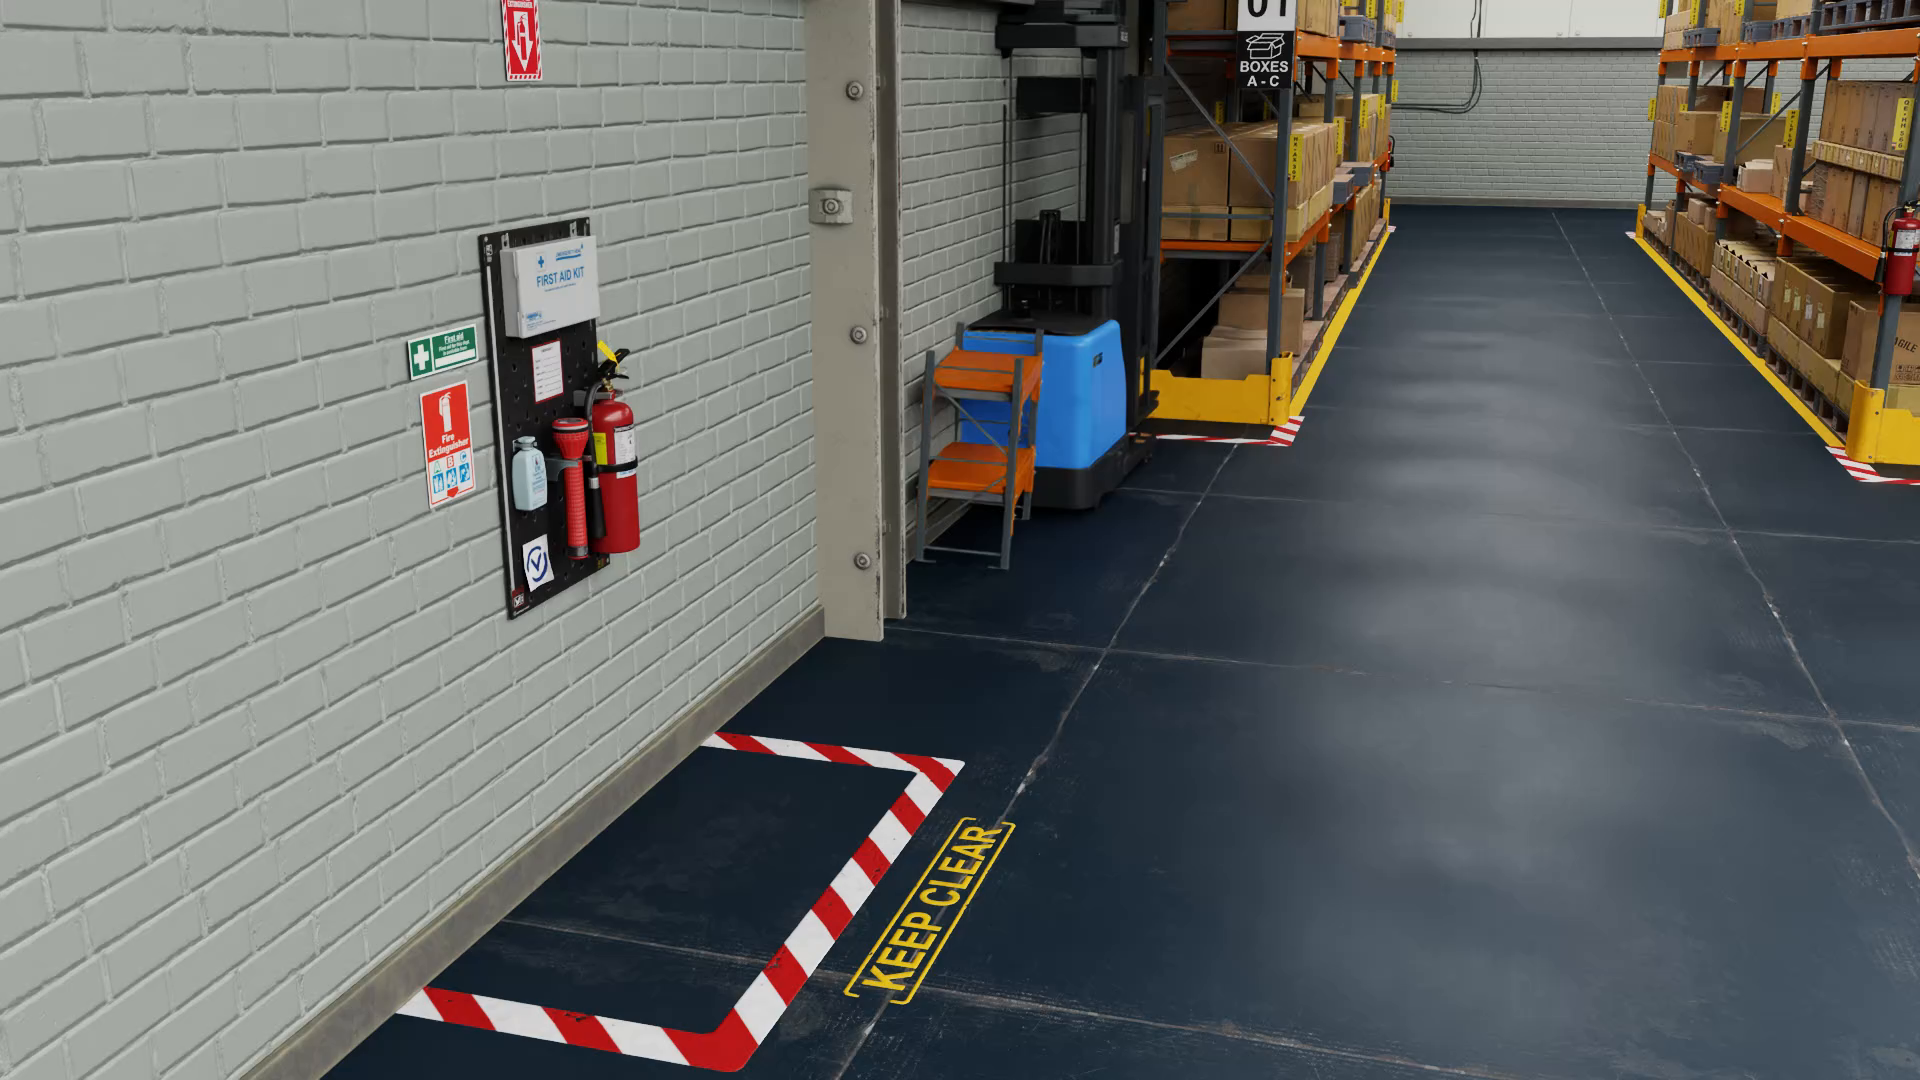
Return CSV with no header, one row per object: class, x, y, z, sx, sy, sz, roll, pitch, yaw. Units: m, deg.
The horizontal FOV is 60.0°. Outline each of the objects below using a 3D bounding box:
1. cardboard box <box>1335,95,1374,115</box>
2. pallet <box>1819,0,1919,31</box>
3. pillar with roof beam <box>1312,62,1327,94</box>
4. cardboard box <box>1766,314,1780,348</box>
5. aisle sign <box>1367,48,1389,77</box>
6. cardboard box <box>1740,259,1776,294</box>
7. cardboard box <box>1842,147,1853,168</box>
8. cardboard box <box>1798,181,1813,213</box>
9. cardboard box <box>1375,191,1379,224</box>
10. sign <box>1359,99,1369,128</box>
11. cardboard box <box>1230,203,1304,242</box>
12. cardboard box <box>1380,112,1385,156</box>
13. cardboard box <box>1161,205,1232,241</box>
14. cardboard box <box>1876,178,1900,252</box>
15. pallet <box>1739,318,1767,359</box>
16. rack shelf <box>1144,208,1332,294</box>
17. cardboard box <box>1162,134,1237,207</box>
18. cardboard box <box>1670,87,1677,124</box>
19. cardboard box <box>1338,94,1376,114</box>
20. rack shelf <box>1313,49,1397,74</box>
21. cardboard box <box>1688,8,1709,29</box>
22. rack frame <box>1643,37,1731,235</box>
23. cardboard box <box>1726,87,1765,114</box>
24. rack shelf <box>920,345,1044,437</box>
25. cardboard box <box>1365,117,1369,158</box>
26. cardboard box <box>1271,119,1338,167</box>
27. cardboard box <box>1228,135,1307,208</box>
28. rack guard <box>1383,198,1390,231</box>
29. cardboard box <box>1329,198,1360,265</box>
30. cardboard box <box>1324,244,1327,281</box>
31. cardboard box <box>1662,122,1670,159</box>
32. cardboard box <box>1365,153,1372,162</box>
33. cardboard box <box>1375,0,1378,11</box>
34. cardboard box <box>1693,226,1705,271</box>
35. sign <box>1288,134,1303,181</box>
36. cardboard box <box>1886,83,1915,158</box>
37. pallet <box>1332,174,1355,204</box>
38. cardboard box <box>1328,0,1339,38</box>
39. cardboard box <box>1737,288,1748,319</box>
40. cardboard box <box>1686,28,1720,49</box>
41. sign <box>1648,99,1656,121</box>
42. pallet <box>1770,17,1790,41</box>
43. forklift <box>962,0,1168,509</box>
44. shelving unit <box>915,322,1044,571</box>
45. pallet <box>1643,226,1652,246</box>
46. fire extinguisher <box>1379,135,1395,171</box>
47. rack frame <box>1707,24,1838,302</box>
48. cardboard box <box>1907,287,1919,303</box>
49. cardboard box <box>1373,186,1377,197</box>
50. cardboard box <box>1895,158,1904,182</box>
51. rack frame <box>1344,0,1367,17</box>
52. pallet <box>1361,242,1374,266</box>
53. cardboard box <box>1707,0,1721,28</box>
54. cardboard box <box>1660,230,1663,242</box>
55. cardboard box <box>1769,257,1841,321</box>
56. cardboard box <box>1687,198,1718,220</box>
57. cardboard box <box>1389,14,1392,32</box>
cardboard box,5.097,-5.650,21.614,0.500,0.250,0.500,5,17,17
pallet,7.543,-4.196,13.292,1.003,0.211,1.213,5,16,16
pillar with roof beam,10.486,-9.869,27.634,9.100,9.000,0.400,5,16,16
cardboard box,7.339,-1.802,14.456,0.500,0.250,0.500,5,16,16
aisle sign,6.729,-7.790,26.532,0.394,0.787,0.004,5,16,16
cardboard box,7.887,-2.565,16.118,0.500,0.311,0.500,5,16,16
cardboard box,7.137,-2.988,12.996,0.380,0.149,0.250,4,16,14
cardboard box,7.859,-3.081,14.970,0.500,0.250,0.500,6,17,19
cardboard box,6.176,-5.221,26.052,0.700,0.500,0.500,5,16,16
sign,4.670,-4.930,19.237,0.100,0.325,0.005,5,16,16
cardboard box,2.317,-2.398,12.526,0.500,0.250,0.500,4,16,14
cardboard box,5.864,-6.164,25.014,0.980,0.700,0.700,4,16,13
cardboard box,1.821,-2.432,12.647,0.500,0.250,0.500,5,17,17
cardboard box,6.914,-2.282,11.693,0.700,0.500,0.500,5,17,17
pallet,7.933,-1.875,15.554,1.003,0.211,1.213,5,16,16
rack shelf,2.442,-2.535,14.088,1.077,0.370,4.000,5,16,16
cardboard box,1.804,-2.796,12.553,0.500,0.500,0.500,4,16,15
cardboard box,10.216,-6.062,23.188,0.500,0.500,0.500,5,17,16
cardboard box,5.242,-5.784,22.084,0.500,0.250,0.500,5,17,17
rack shelf,5.852,-7.117,24.747,1.077,0.370,4.000,5,16,16
cardboard box,9.912,-6.874,21.928,0.500,0.250,0.500,5,16,16
rack frame,11.171,-6.161,25.552,1.000,3.000,0.127,5,16,16
cardboard box,10.438,-5.745,22.070,0.500,0.500,0.500,5,17,17
rack shelf,0.136,-0.823,9.044,0.538,0.278,1.000,6,16,7
cardboard box,4.830,-5.025,20.783,0.500,0.500,0.500,5,16,16
cardboard box,3.691,-4.259,17.858,0.700,0.500,0.500,5,16,16
cardboard box,2.298,-2.758,12.418,0.500,0.500,0.500,5,16,16
rack guard,6.428,-5.347,27.266,1.175,0.500,0.348,5,16,16
cardboard box,4.482,-3.801,20.402,0.750,0.750,0.750,4,16,15
cardboard box,3.735,-3.142,18.683,0.700,0.500,0.500,5,16,16
cardboard box,10.362,-5.716,23.801,0.500,0.500,0.500,5,17,17
cardboard box,5.275,-5.070,22.130,0.380,0.149,0.250,5,16,16
cardboard box,5.755,-7.644,23.232,0.500,0.500,0.500,4,16,15
cardboard box,9.086,-3.475,19.858,0.500,0.500,0.500,4,16,14
sign,2.394,-2.732,11.878,0.100,0.325,0.005,5,16,16
cardboard box,6.928,-2.920,11.566,0.700,0.500,0.500,4,16,14
pallet,3.367,-3.501,16.526,1.003,0.211,1.213,5,16,16
cardboard box,3.103,-4.753,14.873,0.500,0.500,0.500,5,17,17
cardboard box,7.891,-2.297,16.201,0.500,0.250,0.500,5,17,17
cardboard box,9.918,-6.633,21.995,0.500,0.250,0.500,5,16,16
sign,10.651,-6.619,25.582,0.100,0.325,0.005,5,16,16
pallet,8.476,-4.942,16.107,1.003,0.211,1.213,5,17,18
forklift,0.705,-1.948,10.825,1.130,2.935,3.031,5,17,17
shelving unit,0.118,-0.542,9.125,0.538,1.125,1.048,6,16,7
pallet,10.924,-4.590,25.127,1.003,0.211,1.213,5,16,16
fire extinguisher,6.906,-6.331,26.977,0.296,0.674,0.183,5,16,16
rack frame,8.898,-4.068,18.173,1.000,3.000,0.127,5,16,16
cardboard box,7.260,-1.600,12.370,0.500,0.500,0.500,5,16,16
cardboard box,6.015,-5.208,24.818,0.380,0.149,0.250,4,16,14
cardboard box,6.623,-2.518,11.338,0.380,0.149,0.250,5,17,17
rack frame,4.147,-7.337,18.705,1.000,3.000,0.127,5,16,16
pallet,5.137,-3.948,22.861,1.003,0.211,1.213,5,16,16
cardboard box,9.821,-6.729,20.924,0.600,0.600,0.600,3,16,11
cardboard box,9.973,-4.228,23.157,0.380,0.149,0.250,5,16,16
cardboard box,7.329,-2.164,14.357,0.500,0.500,0.500,5,16,16
cardboard box,9.379,-4.115,20.739,0.500,0.250,0.500,5,16,16
cardboard box,6.030,-7.546,24.260,0.500,0.250,0.500,4,16,14
